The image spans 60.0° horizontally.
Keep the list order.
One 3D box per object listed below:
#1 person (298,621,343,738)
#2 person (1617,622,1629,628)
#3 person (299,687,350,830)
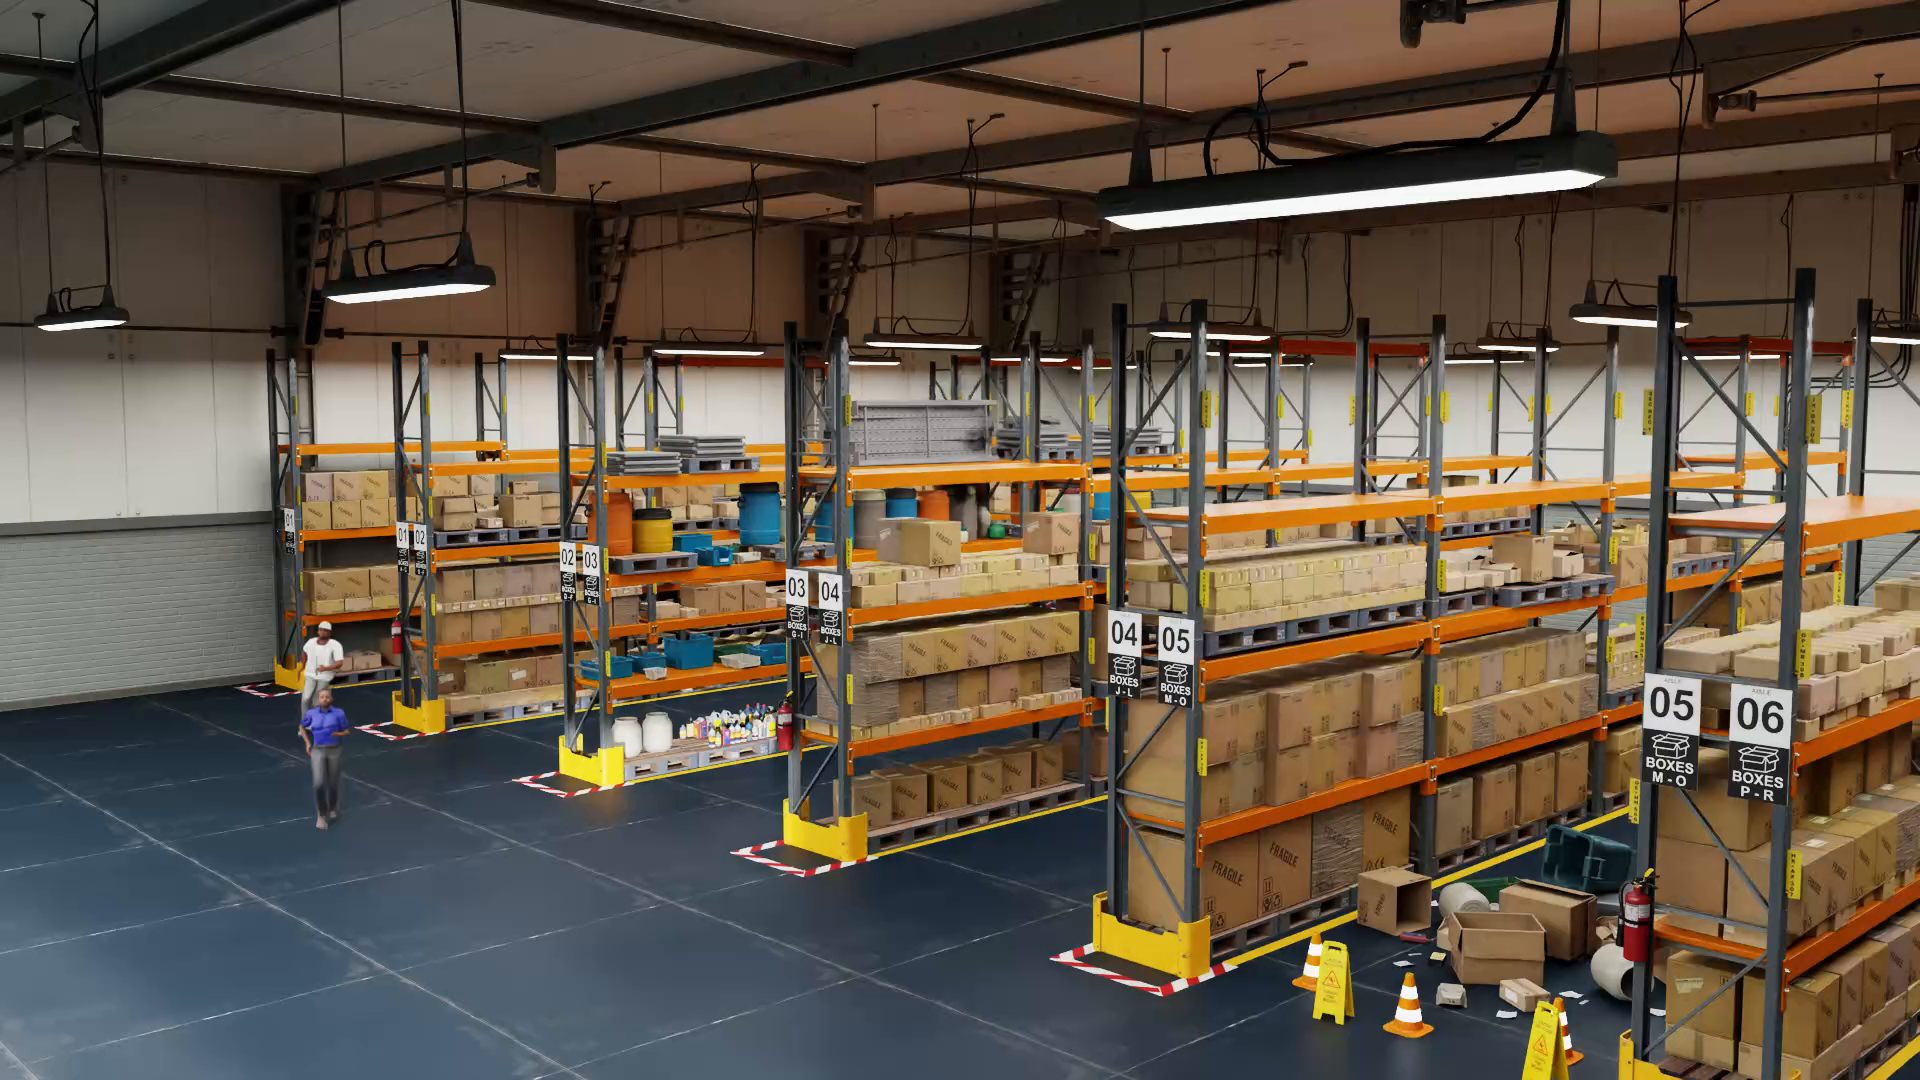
[{"bbox_3d":[-9.747,2.097,25.306,0.712,1.722,0.690,-1,5,-7],"label":"person"},{"bbox_3d":[10.584,2.102,26.124,0.969,1.667,0.740,-4,6,-39],"label":"person"},{"bbox_3d":[-7.617,2.623,19.972,0.553,1.703,0.688,-2,5,-24],"label":"person"}]
